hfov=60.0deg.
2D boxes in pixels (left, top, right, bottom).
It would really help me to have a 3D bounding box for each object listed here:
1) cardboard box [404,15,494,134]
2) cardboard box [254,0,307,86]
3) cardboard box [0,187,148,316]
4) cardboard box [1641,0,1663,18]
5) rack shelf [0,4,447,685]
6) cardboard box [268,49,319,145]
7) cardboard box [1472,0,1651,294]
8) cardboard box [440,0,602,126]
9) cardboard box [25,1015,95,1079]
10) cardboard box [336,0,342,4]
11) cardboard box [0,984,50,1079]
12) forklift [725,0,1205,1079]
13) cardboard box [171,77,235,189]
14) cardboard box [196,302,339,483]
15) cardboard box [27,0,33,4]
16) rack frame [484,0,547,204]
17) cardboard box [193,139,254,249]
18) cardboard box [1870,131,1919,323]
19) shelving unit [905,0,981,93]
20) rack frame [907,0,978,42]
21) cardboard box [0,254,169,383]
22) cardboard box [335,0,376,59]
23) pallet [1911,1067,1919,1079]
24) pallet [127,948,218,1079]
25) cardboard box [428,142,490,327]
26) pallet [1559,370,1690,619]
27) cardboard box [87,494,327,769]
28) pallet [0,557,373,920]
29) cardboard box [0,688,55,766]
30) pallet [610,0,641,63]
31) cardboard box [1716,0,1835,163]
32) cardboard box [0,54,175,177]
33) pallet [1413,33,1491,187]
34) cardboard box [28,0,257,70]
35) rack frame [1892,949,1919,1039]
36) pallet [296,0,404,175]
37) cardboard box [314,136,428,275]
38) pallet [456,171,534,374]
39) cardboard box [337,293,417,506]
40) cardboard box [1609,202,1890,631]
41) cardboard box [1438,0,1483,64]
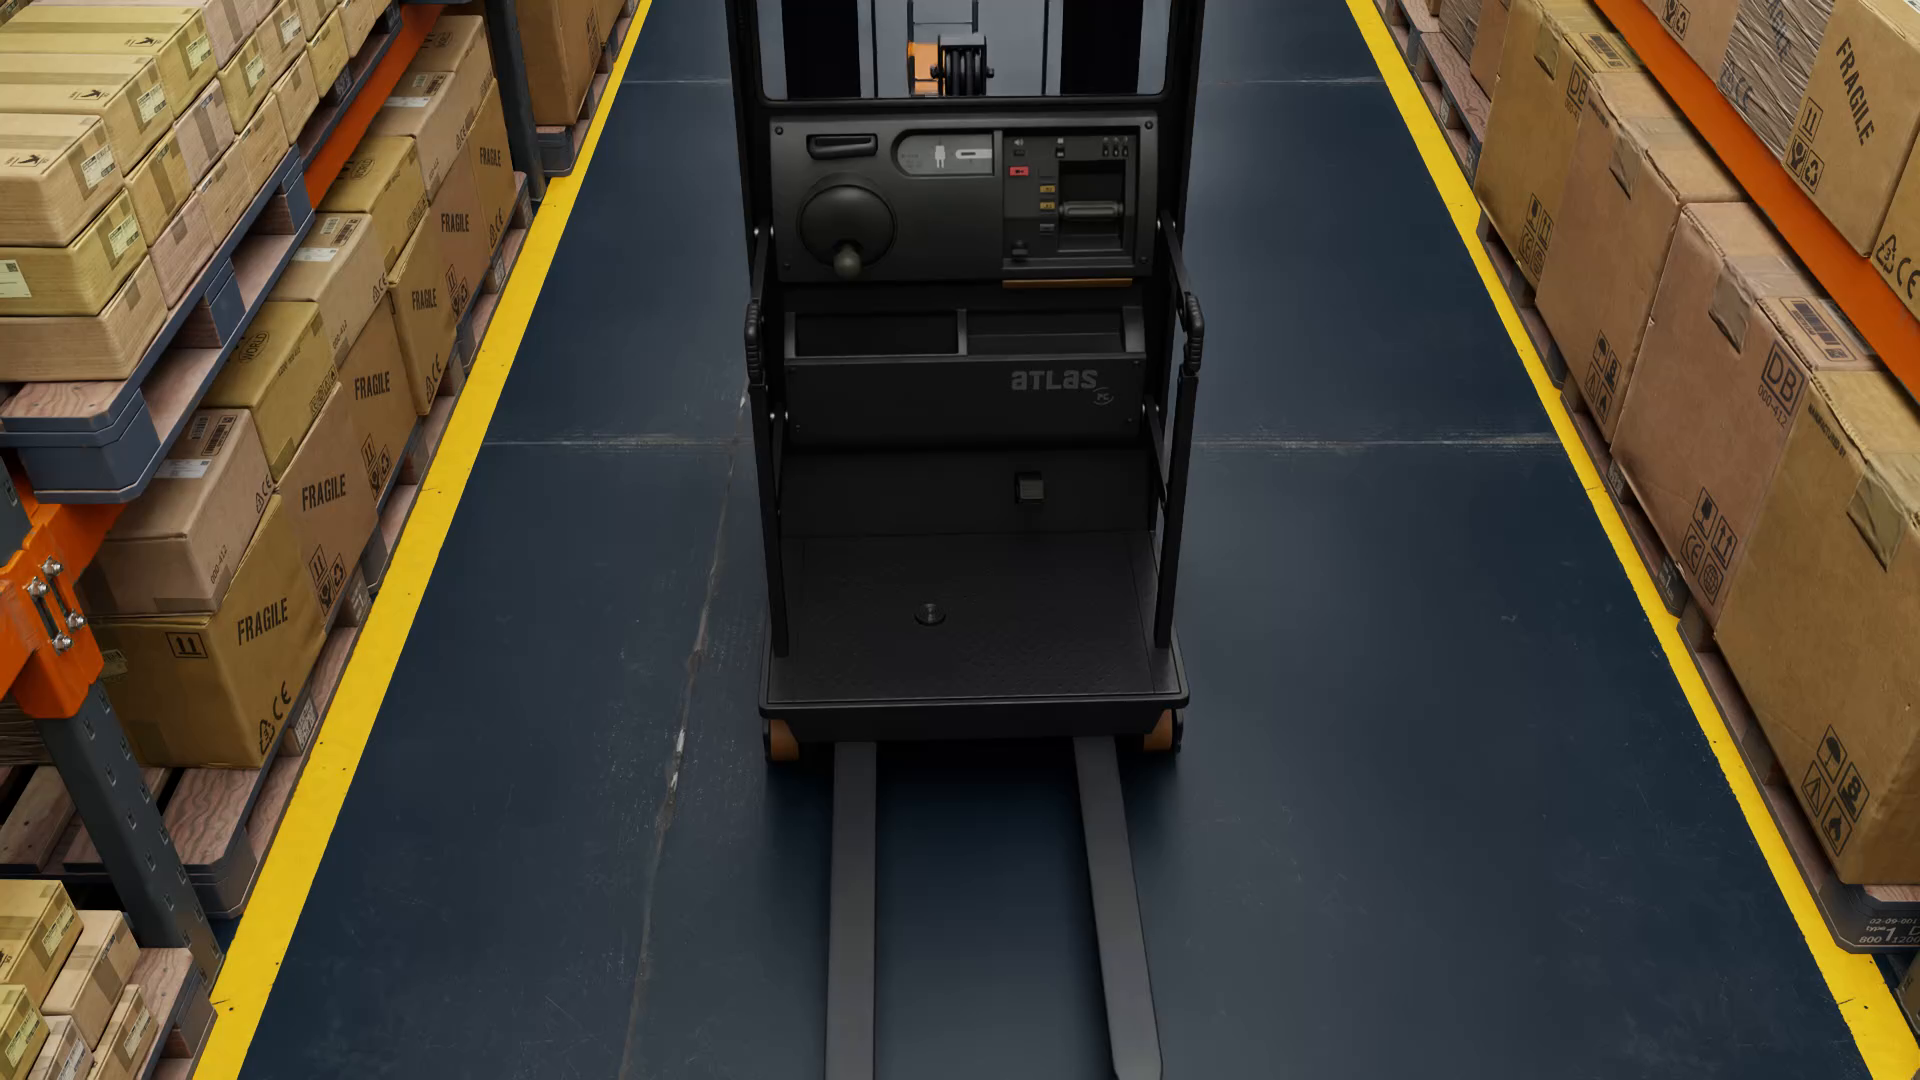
[{"bbox_3d":[-2.004,-1.680,6.011,0.500,0.250,0.500,-1,39,-1],"label":"cardboard box"},{"bbox_3d":[-1.810,-1.208,3.986,0.380,0.149,0.250,1,39,2],"label":"cardboard box"},{"bbox_3d":[-1.803,-0.553,3.169,0.380,0.149,0.250,1,39,1],"label":"cardboard box"},{"bbox_3d":[2.424,-1.979,5.241,0.500,0.500,0.500,-1,39,-1],"label":"cardboard box"},{"bbox_3d":[-2.265,-1.095,4.793,1.077,0.370,4.000,0,39,0],"label":"rack shelf"},{"bbox_3d":[-1.806,-1.083,4.068,0.380,0.149,0.250,-2,39,-2],"label":"cardboard box"},{"bbox_3d":[2.673,-1.470,6.048,1.225,0.875,0.875,-2,39,-2],"label":"cardboard box"},{"bbox_3d":[-2.178,-2.293,7.176,1.050,0.750,0.750,-1,39,-1],"label":"cardboard box"},{"bbox_3d":[-1.932,1.074,3.217,0.380,0.149,0.250,-2,39,-2],"label":"cardboard box"},{"bbox_3d":[-1.807,-1.531,4.389,0.380,0.149,0.250,-1,39,-1],"label":"cardboard box"},{"bbox_3d":[-1.962,0.974,3.104,0.380,0.149,0.250,0,39,1],"label":"cardboard box"},{"bbox_3d":[0.021,-0.752,3.845,1.130,2.935,3.031,-1,39,-2],"label":"forklift"},{"bbox_3d":[-1.806,-0.877,3.573,0.380,0.149,0.250,1,39,1],"label":"cardboard box"},{"bbox_3d":[-2.002,-0.401,4.415,0.500,0.250,0.500,1,39,1],"label":"cardboard box"},{"bbox_3d":[-2.466,-1.380,4.200,0.380,0.149,0.250,0,39,0],"label":"cardboard box"},{"bbox_3d":[-2.267,-2.626,6.128,1.000,3.000,0.127,0,39,0],"label":"rack frame"},{"bbox_3d":[-1.806,-0.767,3.673,0.380,0.149,0.250,0,39,0],"label":"cardboard box"},{"bbox_3d":[2.430,-0.706,3.652,0.500,0.500,0.500,1,39,1],"label":"cardboard box"},{"bbox_3d":[-0.051,-1.203,5.785,0.258,1.200,0.503,-1,38,-1],"label":"shelving unit"},{"bbox_3d":[-0.059,-1.352,5.978,0.240,1.200,0.015,-1,38,-1],"label":"rack frame"},{"bbox_3d":[-1.803,-0.437,3.262,0.380,0.149,0.250,-2,39,-2],"label":"cardboard box"},{"bbox_3d":[-1.807,-1.411,4.478,0.380,0.149,0.250,-2,39,-2],"label":"cardboard box"},{"bbox_3d":[2.620,1.499,3.211,1.003,0.211,1.213,0,39,0],"label":"pallet"},{"bbox_3d":[-2.227,1.383,3.355,1.003,0.211,1.213,0,39,0],"label":"pallet"},{"bbox_3d":[-2.008,-1.079,5.860,0.500,0.500,0.500,1,39,2],"label":"cardboard box"},{"bbox_3d":[2.617,-0.224,5.361,1.003,0.211,1.213,0,39,0],"label":"pallet"},{"bbox_3d":[-1.998,0.225,4.234,0.500,0.500,0.500,1,39,2],"label":"cardboard box"},{"bbox_3d":[-2.265,0.477,4.486,1.003,0.211,1.213,0,39,0],"label":"pallet"},{"bbox_3d":[-2.515,0.224,4.235,0.500,0.500,0.500,-1,39,-1],"label":"cardboard box"},{"bbox_3d":[-2.191,-2.792,8.565,1.003,0.211,1.213,0,39,0],"label":"pallet"},{"bbox_3d":[2.427,-1.346,4.451,0.500,0.500,0.500,0,39,0],"label":"cardboard box"},{"bbox_3d":[-1.810,-0.844,3.294,0.380,0.149,0.250,1,39,1],"label":"cardboard box"},{"bbox_3d":[2.693,-1.967,7.536,1.003,0.211,1.213,0,39,0],"label":"pallet"},{"bbox_3d":[-1.805,-1.160,3.688,0.380,0.149,0.250,-1,39,-1],"label":"cardboard box"},{"bbox_3d":[2.697,-0.065,2.933,1.000,3.000,0.127,0,39,0],"label":"rack frame"},{"bbox_3d":[-2.224,-1.313,4.644,1.003,0.211,1.213,0,39,0],"label":"pallet"},{"bbox_3d":[-2.008,-1.046,5.220,0.500,0.250,0.500,1,39,1],"label":"cardboard box"},{"bbox_3d":[-2.268,-1.049,6.391,1.003,0.211,1.213,0,39,0],"label":"pallet"},{"bbox_3d":[-2.015,-0.434,5.056,0.500,0.500,0.500,1,39,1],"label":"cardboard box"},{"bbox_3d":[2.675,-0.359,4.662,1.225,0.875,0.875,-1,39,-2],"label":"cardboard box"},{"bbox_3d":[2.659,-2.529,7.654,0.700,0.500,0.500,-3,39,-4],"label":"cardboard box"}]
